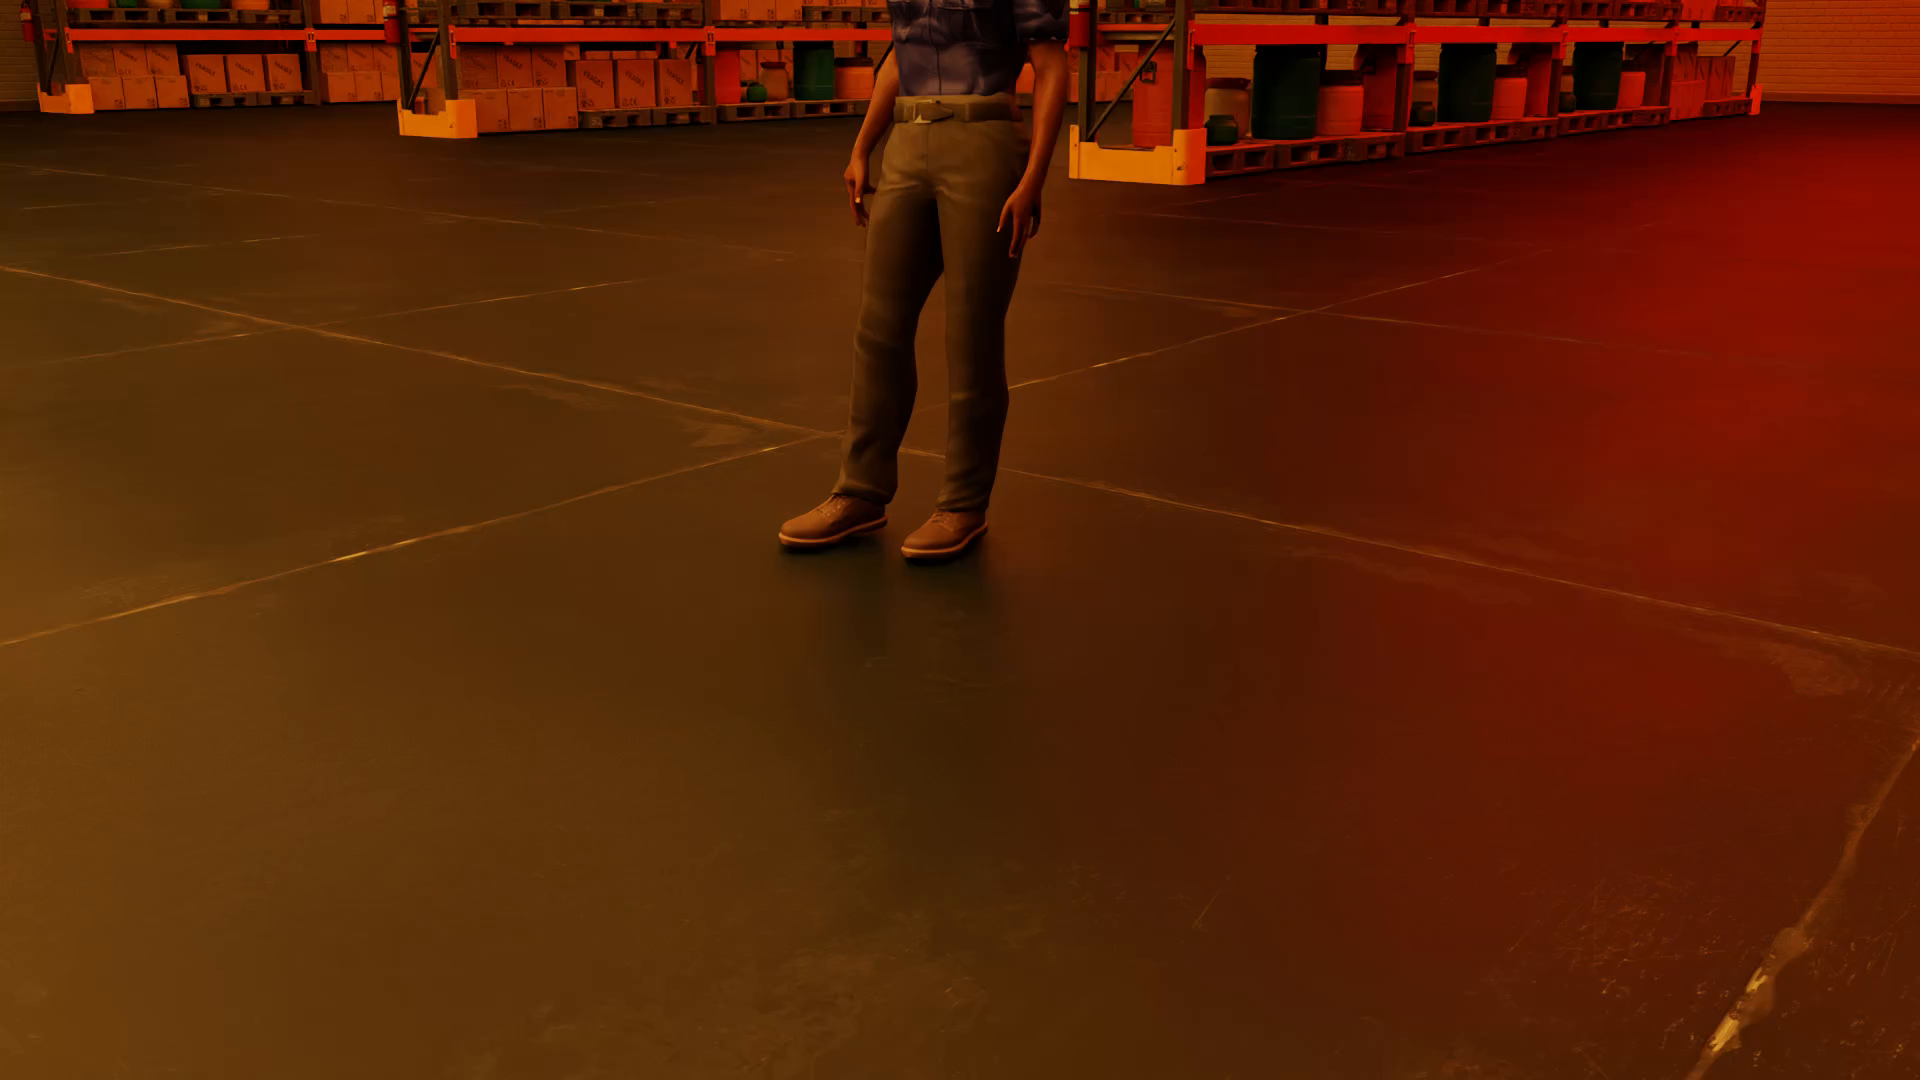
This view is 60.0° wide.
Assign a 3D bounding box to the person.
[{"bbox_3d":[-0.071,-0.783,3.647,0.569,1.656,0.503,13,21,37],"label":"person"}]
